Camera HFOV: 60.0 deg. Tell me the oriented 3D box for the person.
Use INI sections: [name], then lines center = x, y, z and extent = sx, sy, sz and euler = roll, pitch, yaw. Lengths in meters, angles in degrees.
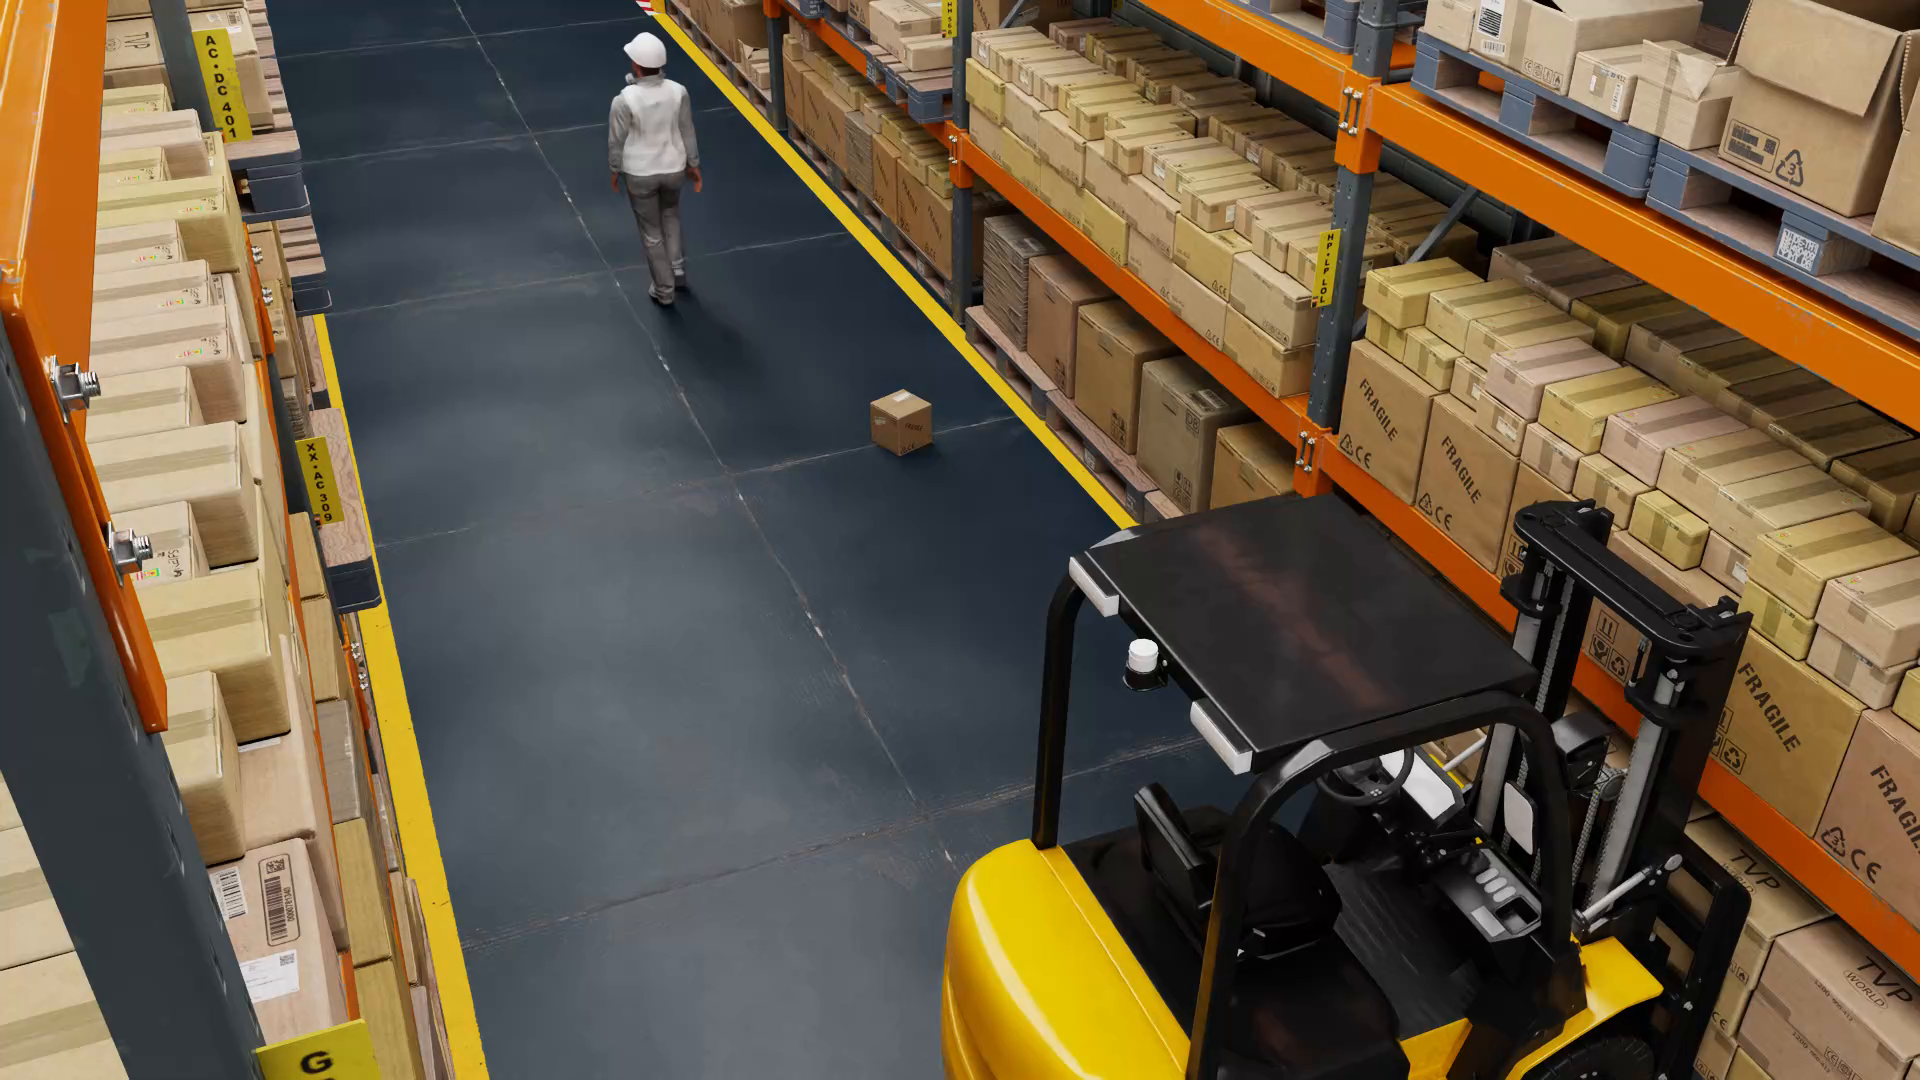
[person]
center = -2.001, -2.396, 10.778
extent = 0.567, 1.817, 0.515
euler = -18, 38, -26
